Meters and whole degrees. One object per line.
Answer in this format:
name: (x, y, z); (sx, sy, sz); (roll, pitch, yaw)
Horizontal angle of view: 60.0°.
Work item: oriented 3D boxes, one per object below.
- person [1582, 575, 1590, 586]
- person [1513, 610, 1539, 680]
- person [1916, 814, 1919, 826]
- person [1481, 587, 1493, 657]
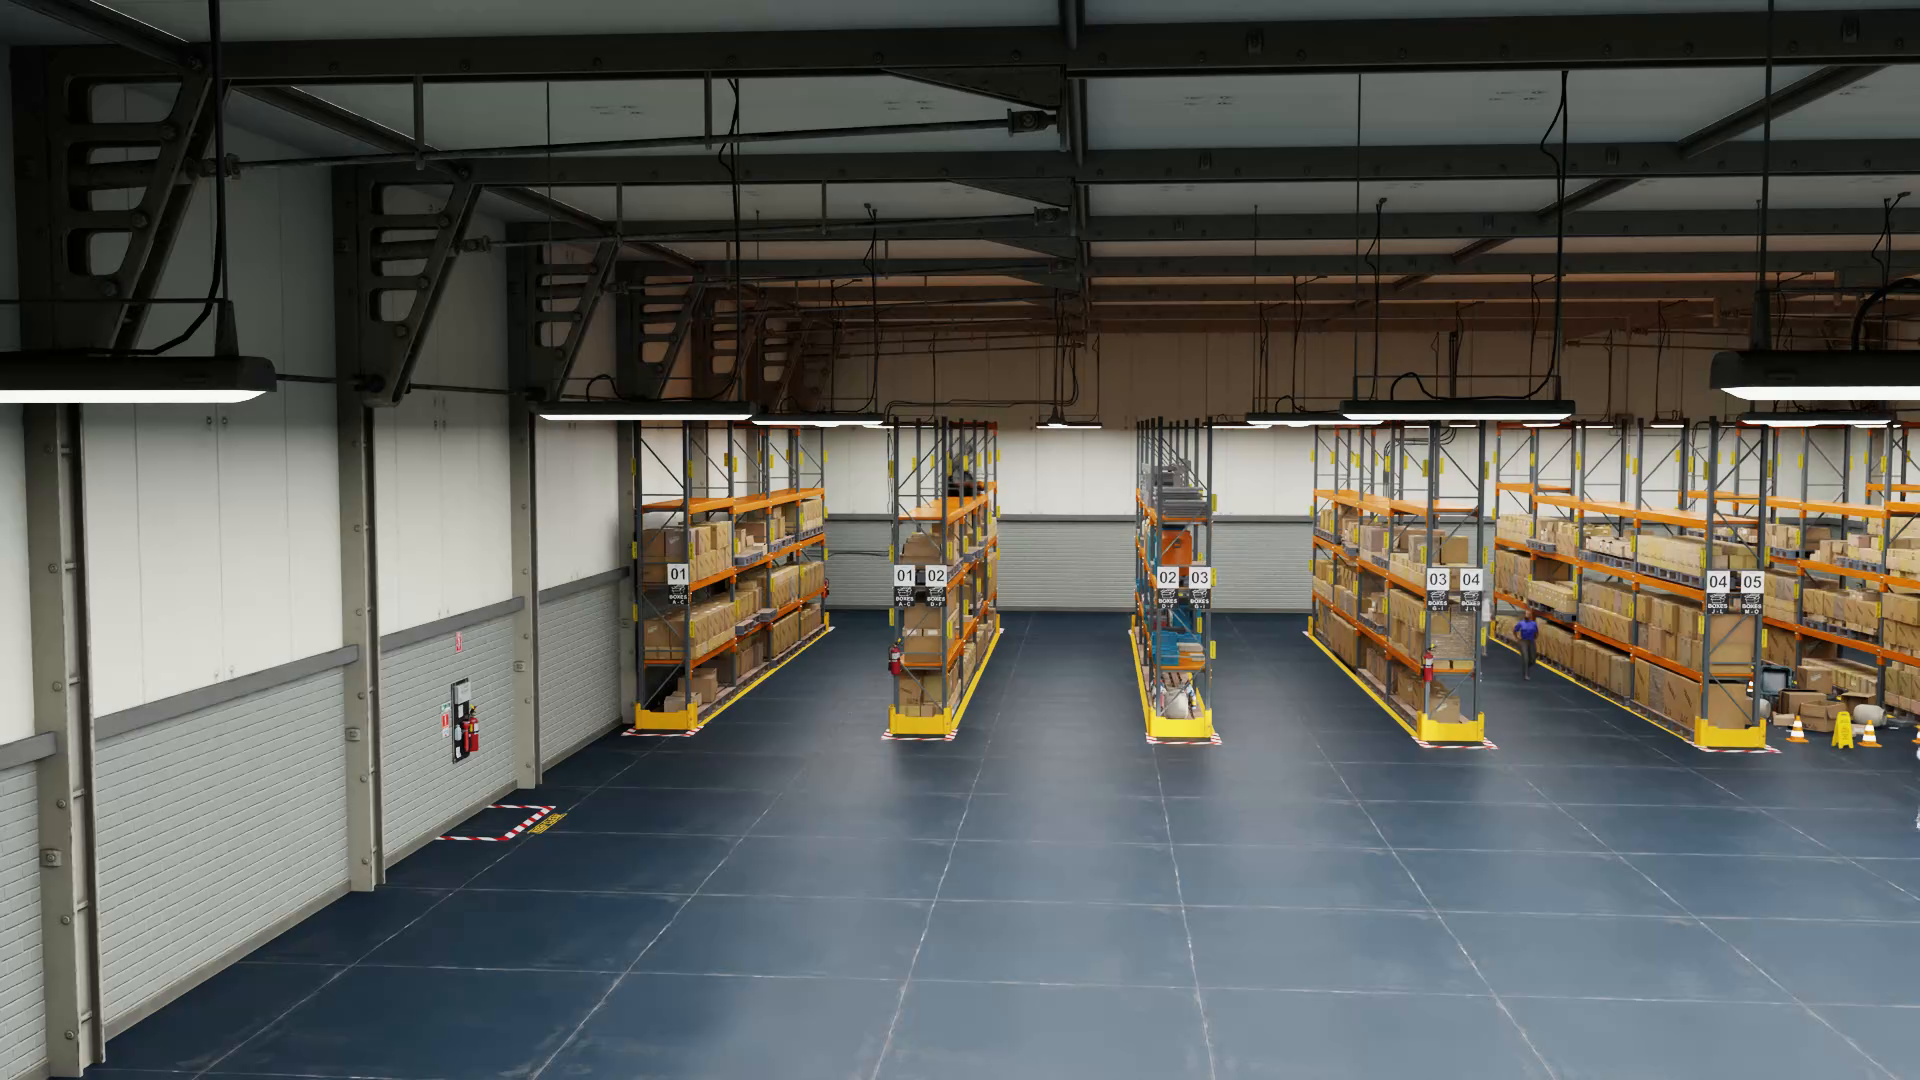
person: (17.914, 1.817, 47.253); (0.864, 1.623, 0.609); (0, 4, -4)
person: (13.072, 2.410, 38.400); (0.579, 1.607, 0.658); (0, 4, 4)
person: (13.942, 3.429, 23.557); (0.663, 1.526, 0.515); (2, 4, 32)
person: (13.307, 2.065, 42.468); (0.667, 1.750, 0.926); (0, 4, 5)
